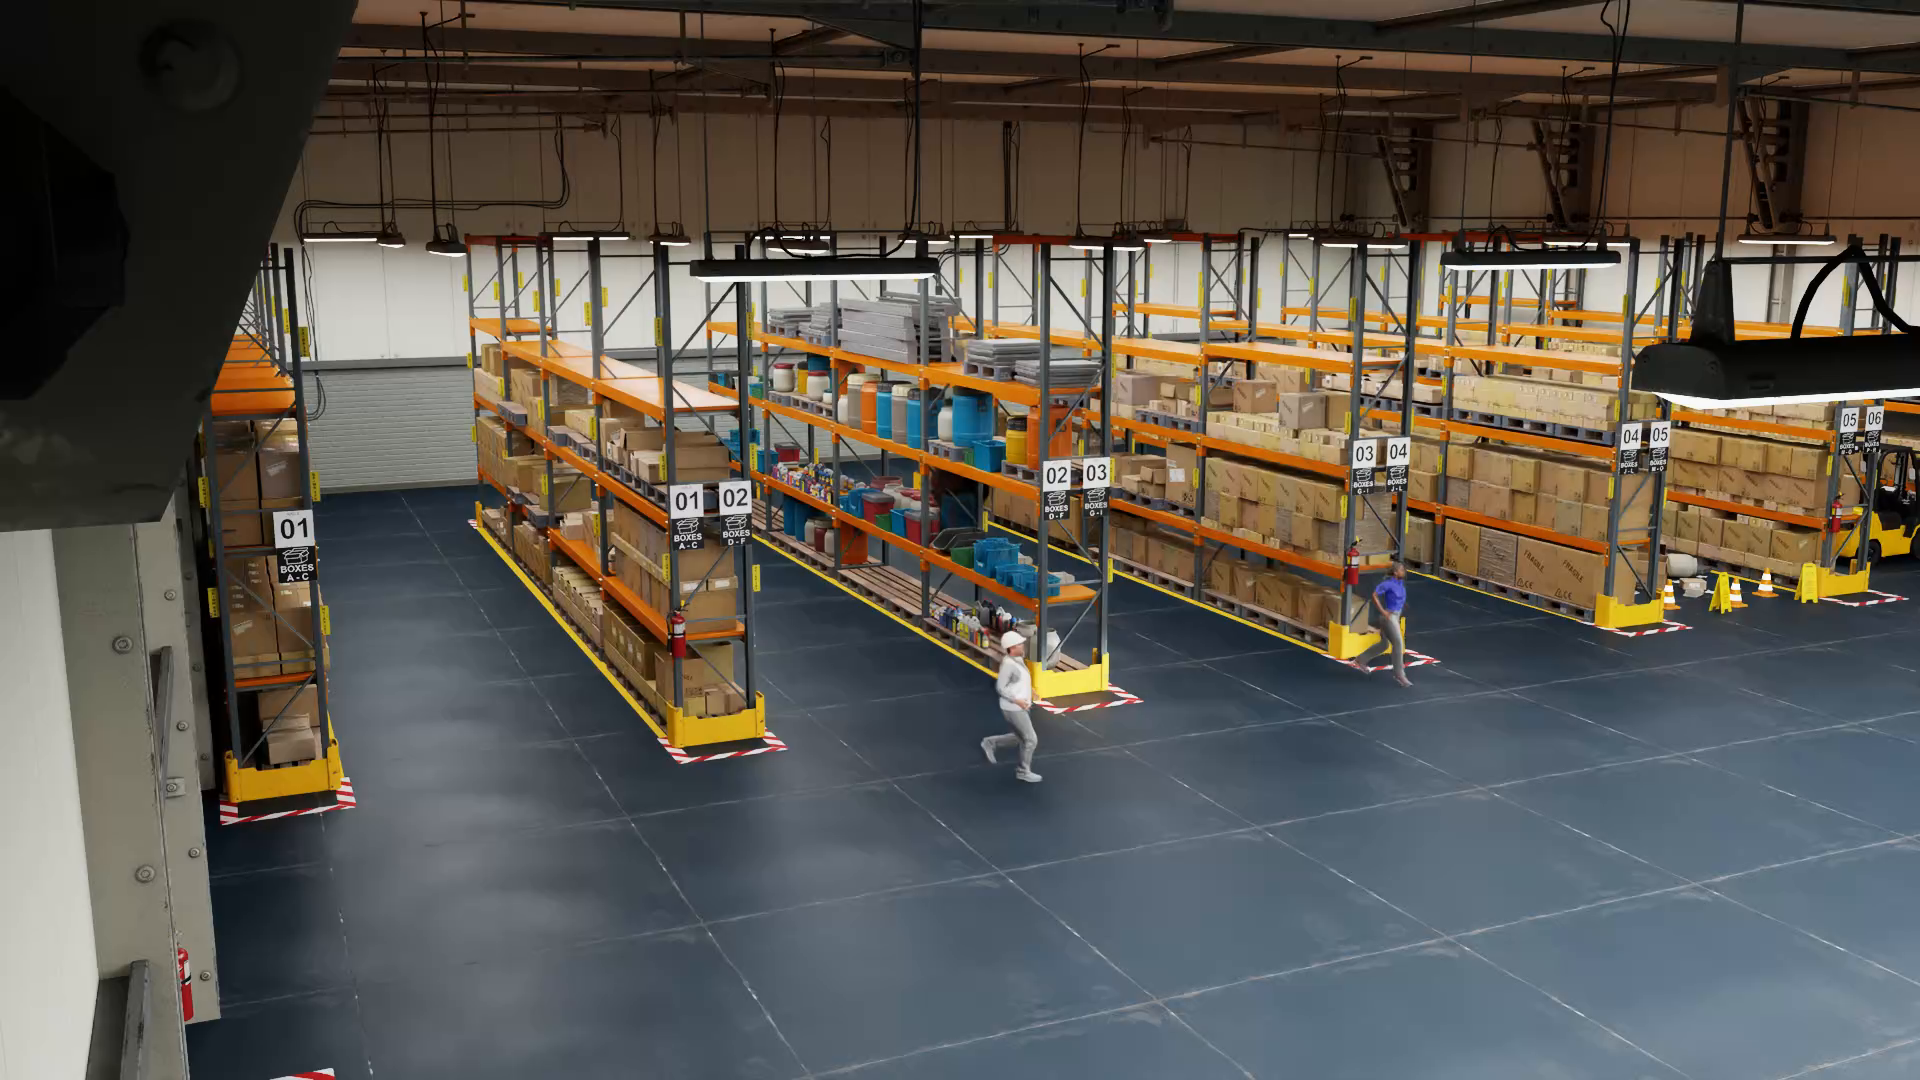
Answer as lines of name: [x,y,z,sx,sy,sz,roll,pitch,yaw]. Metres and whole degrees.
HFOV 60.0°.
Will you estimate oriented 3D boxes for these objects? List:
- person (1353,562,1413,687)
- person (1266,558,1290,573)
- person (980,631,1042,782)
person: [5.952,1.131,23.028,0.876,1.672,0.618,7,13,33]
person: [5.813,-0.249,29.803,0.685,1.816,0.716,-6,12,-27]
person: [0.578,1.890,18.888,0.722,1.748,0.661,1,11,7]
